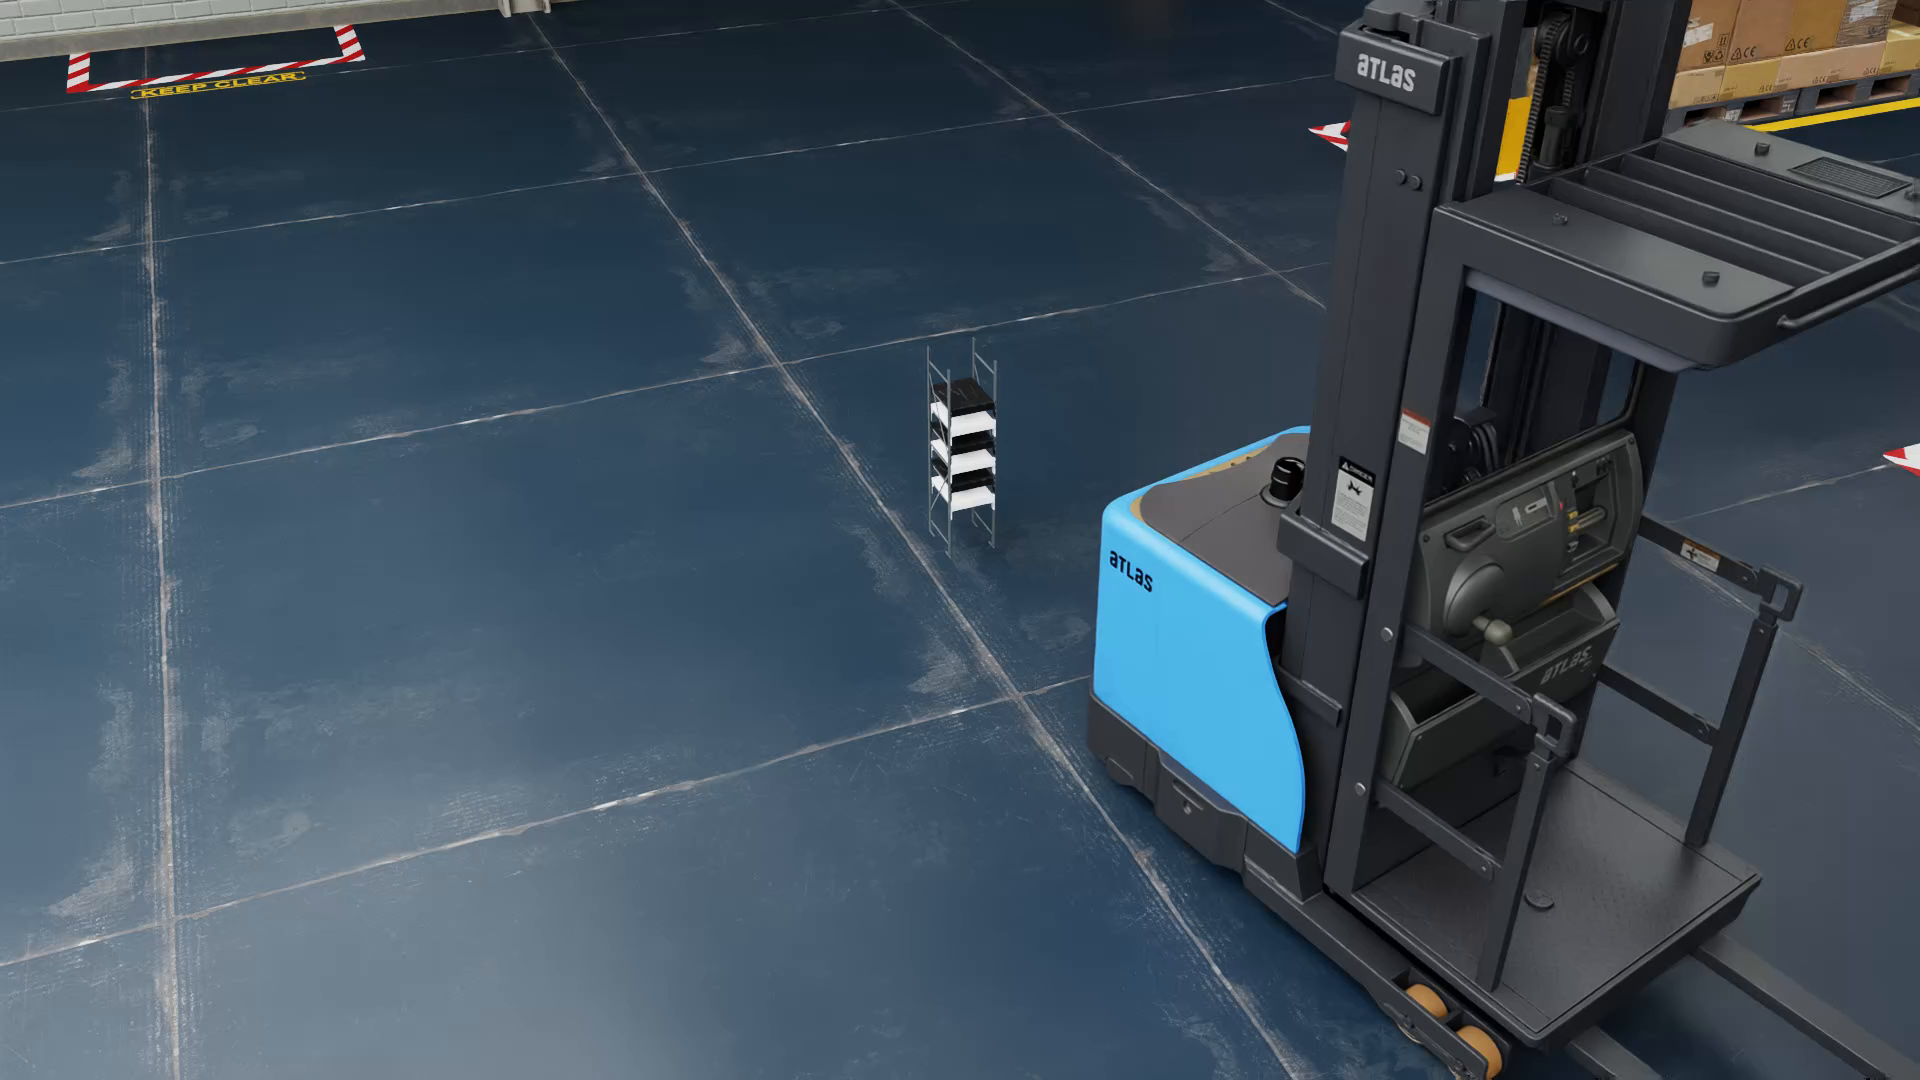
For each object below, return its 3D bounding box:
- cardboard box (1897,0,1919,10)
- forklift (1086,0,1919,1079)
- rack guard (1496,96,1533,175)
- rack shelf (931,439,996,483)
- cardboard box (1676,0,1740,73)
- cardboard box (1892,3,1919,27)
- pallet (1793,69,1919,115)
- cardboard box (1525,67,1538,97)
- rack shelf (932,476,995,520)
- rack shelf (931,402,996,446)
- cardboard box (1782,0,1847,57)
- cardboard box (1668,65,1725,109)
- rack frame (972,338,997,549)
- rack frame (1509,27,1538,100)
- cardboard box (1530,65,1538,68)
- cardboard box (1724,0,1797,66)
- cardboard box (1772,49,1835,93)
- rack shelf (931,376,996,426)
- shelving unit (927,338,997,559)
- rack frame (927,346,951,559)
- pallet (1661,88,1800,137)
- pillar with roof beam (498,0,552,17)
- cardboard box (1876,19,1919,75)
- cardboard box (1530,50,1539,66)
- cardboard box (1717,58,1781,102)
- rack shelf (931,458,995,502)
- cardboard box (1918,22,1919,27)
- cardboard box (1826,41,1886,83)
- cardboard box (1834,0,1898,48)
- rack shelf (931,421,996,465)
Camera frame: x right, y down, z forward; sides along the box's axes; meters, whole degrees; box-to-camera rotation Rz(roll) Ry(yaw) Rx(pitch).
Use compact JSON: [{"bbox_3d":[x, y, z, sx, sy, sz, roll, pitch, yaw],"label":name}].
[{"bbox_3d":[7.375,-4.313,12.750,0.500,0.311,0.500,-13,35,-19],"label":"cardboard box"},{"bbox_3d":[1.723,0.047,4.490,1.130,2.935,3.031,-21,39,-29],"label":"forklift"},{"bbox_3d":[3.402,-2.927,11.291,0.348,0.500,1.175,-13,35,-19],"label":"rack guard"},{"bbox_3d":[0.007,-0.351,7.025,0.200,0.077,0.258,-13,35,-19],"label":"rack shelf"},{"bbox_3d":[4.921,-3.538,11.386,0.500,0.500,0.500,-13,35,-19],"label":"cardboard box"},{"bbox_3d":[7.382,-4.082,12.909,0.500,0.250,0.500,-13,35,-19],"label":"cardboard box"},{"bbox_3d":[6.363,-3.509,12.450,1.213,0.211,1.003,-13,35,-19],"label":"pallet"},{"bbox_3d":[4.005,-3.005,11.254,0.500,0.250,0.500,-13,35,-19],"label":"cardboard box"},{"bbox_3d":[0.007,-0.200,7.124,0.200,0.077,0.258,-13,35,-19],"label":"rack shelf"},{"bbox_3d":[0.007,-0.502,6.927,0.200,0.077,0.258,-13,35,-19],"label":"rack shelf"},{"bbox_3d":[5.844,-3.748,11.708,0.500,0.500,0.500,-13,35,-19],"label":"cardboard box"},{"bbox_3d":[4.925,-3.218,11.581,0.500,0.250,0.500,-13,35,-19],"label":"cardboard box"},{"bbox_3d":[0.101,-0.400,7.040,0.006,0.900,0.240,-13,35,-19],"label":"rack frame"},{"bbox_3d":[3.424,-3.980,10.617,0.127,3.000,1.000,-13,35,-19],"label":"rack frame"},{"bbox_3d":[3.804,-3.266,11.655,0.500,0.250,0.500,-13,35,-19],"label":"cardboard box"},{"bbox_3d":[5.389,-3.635,11.534,0.500,0.500,0.500,-13,35,-19],"label":"cardboard box"},{"bbox_3d":[5.849,-3.427,11.903,0.500,0.250,0.500,-13,35,-19],"label":"cardboard box"},{"bbox_3d":[0.007,-0.577,6.878,0.200,0.077,0.258,-13,35,-19],"label":"rack shelf"},{"bbox_3d":[0.007,-0.379,7.007,0.210,0.900,0.258,-13,35,-19],"label":"shelving unit"},{"bbox_3d":[-0.086,-0.357,6.974,0.006,0.900,0.240,-13,35,-19],"label":"rack frame"},{"bbox_3d":[5.236,-3.249,12.050,1.213,0.211,1.003,-13,35,-19],"label":"pallet"},{"bbox_3d":[-2.052,-6.136,8.430,0.400,9.000,9.100,-13,35,-19],"label":"pillar with roof beam"},{"bbox_3d":[6.769,-3.640,12.231,0.500,0.250,0.500,-13,35,-19],"label":"cardboard box"},{"bbox_3d":[3.803,-3.581,11.452,0.500,0.500,0.500,-13,35,-19],"label":"cardboard box"},{"bbox_3d":[5.388,-3.321,11.740,0.500,0.250,0.500,-13,35,-19],"label":"cardboard box"},{"bbox_3d":[0.007,-0.276,7.074,0.200,0.077,0.258,-13,35,-19],"label":"rack shelf"},{"bbox_3d":[7.580,-3.809,12.490,0.500,0.250,0.500,-14,35,-20],"label":"cardboard box"},{"bbox_3d":[6.304,-3.540,12.076,0.500,0.250,0.500,-13,35,-19],"label":"cardboard box"},{"bbox_3d":[6.304,-3.855,11.873,0.500,0.500,0.500,-13,35,-19],"label":"cardboard box"},{"bbox_3d":[0.007,-0.426,6.976,0.200,0.077,0.258,-13,35,-19],"label":"rack shelf"}]
